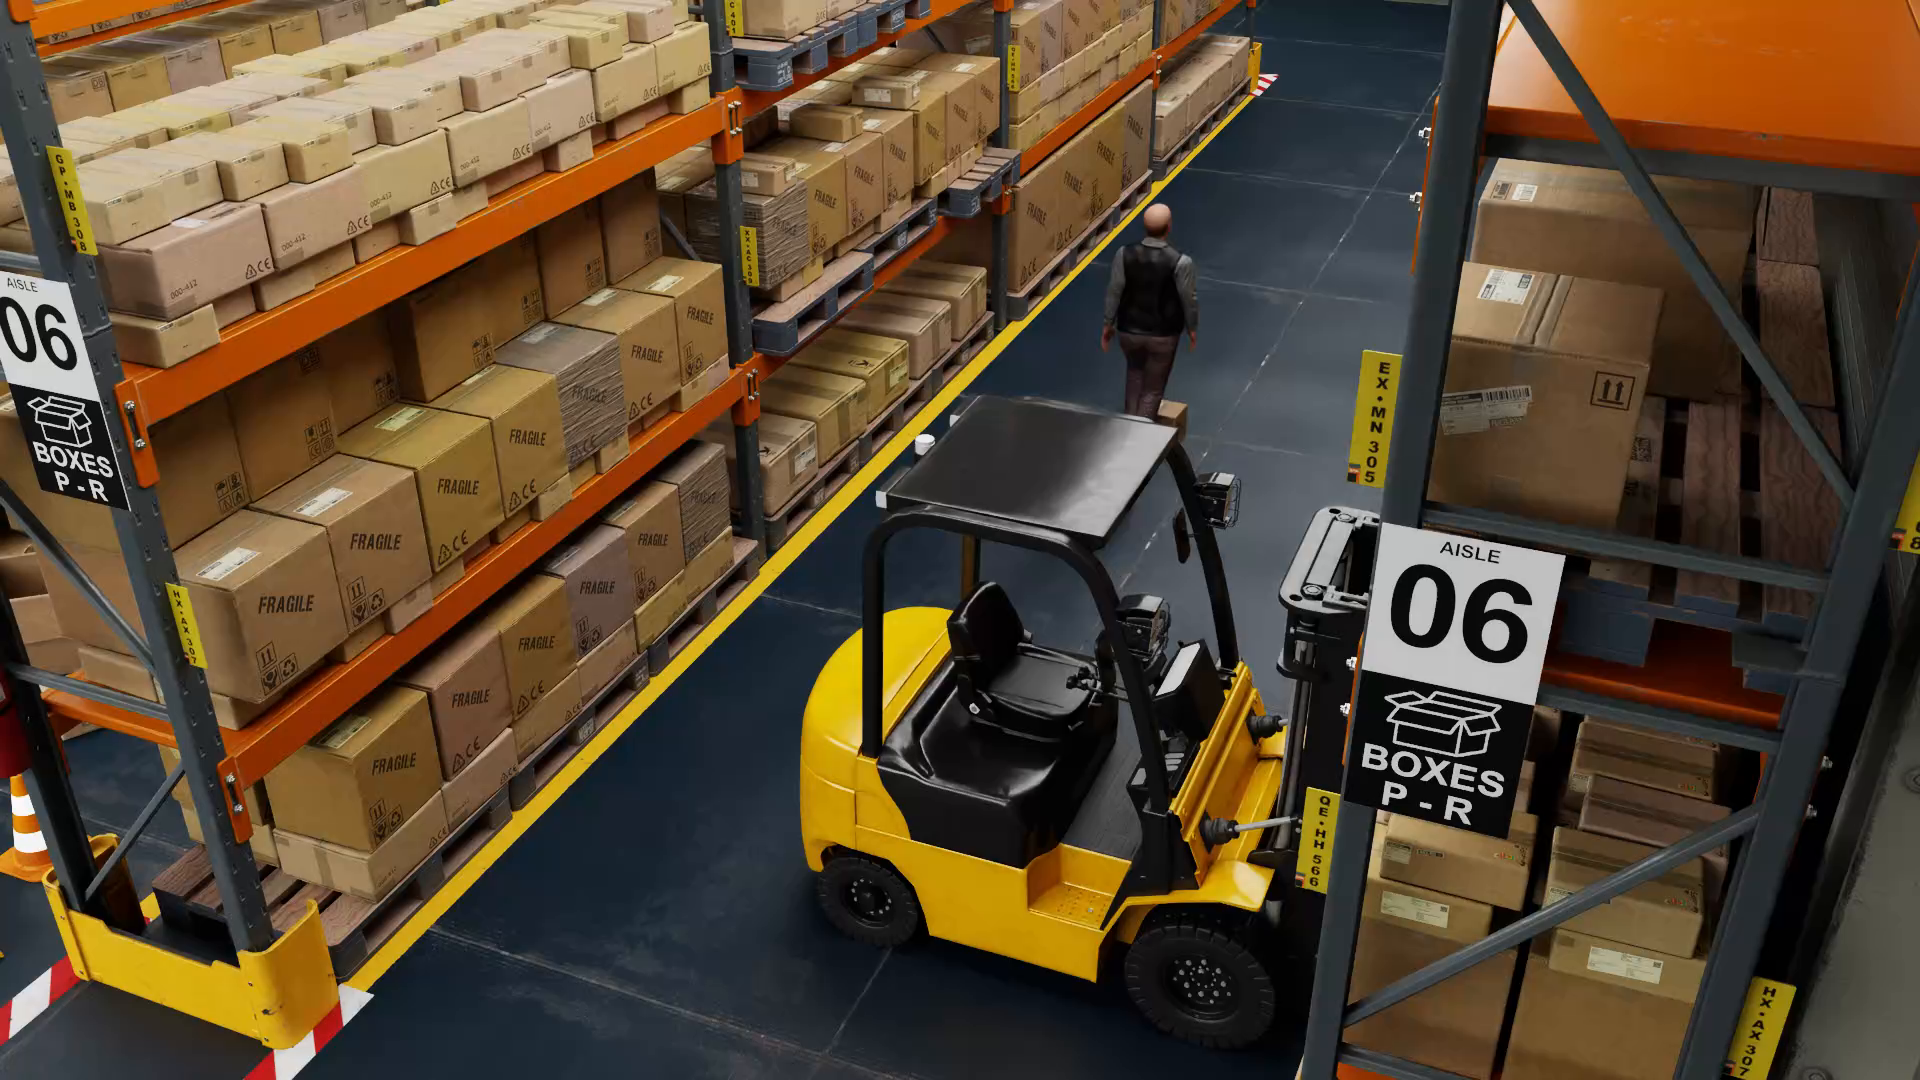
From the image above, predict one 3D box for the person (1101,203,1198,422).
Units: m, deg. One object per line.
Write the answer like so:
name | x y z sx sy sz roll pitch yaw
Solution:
person | 1.231 -1.325 10.768 0.600 1.753 0.557 13 32 22
